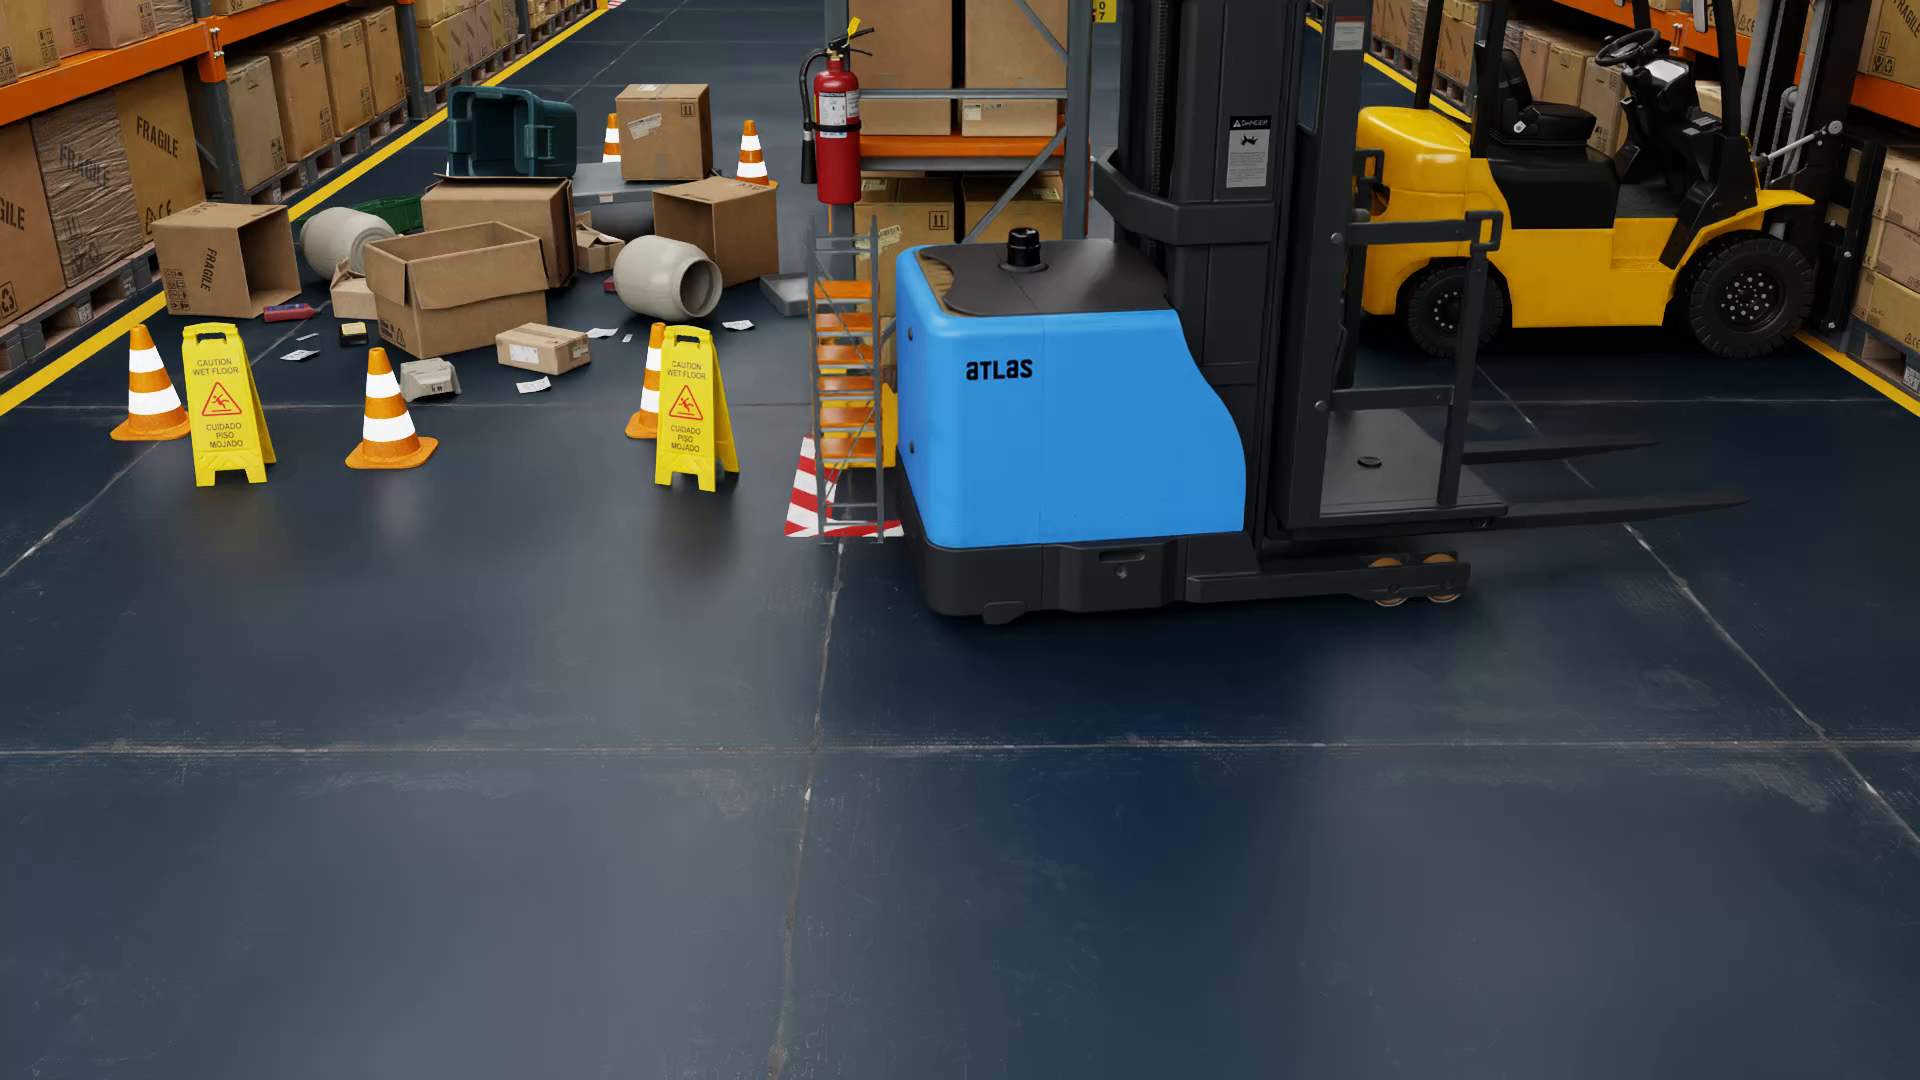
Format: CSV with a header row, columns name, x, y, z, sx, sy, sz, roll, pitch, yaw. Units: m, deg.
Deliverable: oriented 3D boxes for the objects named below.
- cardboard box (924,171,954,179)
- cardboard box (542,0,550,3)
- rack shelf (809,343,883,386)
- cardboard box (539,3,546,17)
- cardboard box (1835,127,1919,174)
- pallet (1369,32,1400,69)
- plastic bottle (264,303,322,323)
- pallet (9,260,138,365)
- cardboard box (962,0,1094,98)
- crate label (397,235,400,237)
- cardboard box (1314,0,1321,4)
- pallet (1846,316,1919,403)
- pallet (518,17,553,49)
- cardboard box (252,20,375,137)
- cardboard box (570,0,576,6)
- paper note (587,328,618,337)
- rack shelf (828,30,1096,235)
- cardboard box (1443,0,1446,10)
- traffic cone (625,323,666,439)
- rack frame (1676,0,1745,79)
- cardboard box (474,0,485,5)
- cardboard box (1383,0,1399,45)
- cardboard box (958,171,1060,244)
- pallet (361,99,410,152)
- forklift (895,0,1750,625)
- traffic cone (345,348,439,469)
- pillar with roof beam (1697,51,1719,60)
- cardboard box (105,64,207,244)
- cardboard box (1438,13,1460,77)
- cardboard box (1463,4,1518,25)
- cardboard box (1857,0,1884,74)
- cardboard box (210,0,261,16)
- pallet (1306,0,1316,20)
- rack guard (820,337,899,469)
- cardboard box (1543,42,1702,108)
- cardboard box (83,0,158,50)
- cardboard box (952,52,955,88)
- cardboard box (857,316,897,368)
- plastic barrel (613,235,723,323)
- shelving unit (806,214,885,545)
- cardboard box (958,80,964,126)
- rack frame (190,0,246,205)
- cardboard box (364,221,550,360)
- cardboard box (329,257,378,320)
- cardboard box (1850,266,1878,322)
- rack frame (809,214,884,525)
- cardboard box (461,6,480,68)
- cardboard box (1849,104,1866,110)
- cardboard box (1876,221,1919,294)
name,x,y,z,sx,sy,sz,roll,pitch,yaw
cardboard box,-0.284,-1.529,7.907,0.500,0.500,0.500,1,24,1
cardboard box,-4.880,-6.193,18.892,0.380,0.149,0.250,1,24,2
rack shelf,-0.410,-0.636,6.015,0.258,0.103,0.180,-1,24,-1
cardboard box,-4.878,-5.946,18.706,0.380,0.149,0.250,-1,24,-2
cardboard box,4.616,-1.938,8.509,0.500,0.250,0.500,-1,24,-2
pallet,4.873,-5.068,17.199,1.003,0.211,1.213,0,24,-1
plastic bottle,-3.555,-1.215,8.861,0.283,0.061,0.133,-9,26,-19
pallet,-5.052,-1.201,8.649,1.003,0.211,1.213,0,24,-1
cardboard box,0.266,-2.082,6.731,0.500,0.500,0.500,-1,24,-1
crate label,-3.389,-1.716,9.879,0.298,0.136,0.250,-19,31,-36
cardboard box,4.665,-6.769,20.100,0.700,0.500,0.500,1,24,2
pallet,4.907,-0.773,7.703,1.003,0.211,1.213,0,24,-1
pallet,-5.128,-5.592,18.357,1.003,0.211,1.213,0,24,-1
cardboard box,-5.112,-3.492,12.551,1.050,0.750,0.750,0,24,0
cardboard box,-4.813,-6.489,19.907,0.380,0.149,0.250,-1,24,-3
paper note,-1.866,-1.078,8.610,0.148,0.019,0.142,8,26,18
rack shelf,-0.028,-2.201,8.349,1.077,0.370,4.000,0,24,-1
cardboard box,4.658,-5.008,15.420,0.380,0.149,0.250,-1,24,-1
traffic cone,-1.300,-0.720,7.281,0.336,0.463,0.334,0,24,-1
rack frame,4.914,-3.377,10.076,1.000,3.000,0.127,0,24,-1
cardboard box,-4.812,-5.244,15.819,0.500,0.250,0.500,-1,24,-3
cardboard box,4.623,-5.306,16.865,0.500,0.500,0.500,-1,24,-1
cardboard box,0.251,-1.544,7.940,0.500,0.500,0.500,-1,24,-3
pallet,-5.108,-3.341,13.382,1.003,0.211,1.213,0,24,-1
forklift,1.318,-1.317,5.606,3.031,2.935,1.130,-4,25,-8
traffic cone,-2.407,-0.575,6.960,0.336,0.463,0.334,0,24,-1
pillar with roof beam,1.481,-7.206,11.263,9.100,9.000,0.400,0,24,-1
cardboard box,-5.061,-2.253,9.660,0.875,0.875,0.875,0,24,0
cardboard box,4.656,-4.457,14.988,0.500,0.500,0.500,-1,24,-1
cardboard box,4.612,-4.575,14.463,0.380,0.149,0.250,-1,24,-3
cardboard box,4.671,-2.608,8.254,0.500,0.500,0.500,0,24,0
cardboard box,-4.735,-3.552,10.343,0.500,0.500,0.500,0,24,0
pallet,4.794,-6.691,20.788,1.003,0.211,1.213,0,24,-1
rack guard,-0.007,-0.597,6.963,1.175,0.500,0.348,0,24,-1
cardboard box,4.886,-3.331,12.346,0.875,0.625,0.625,-1,24,-3
cardboard box,-4.953,-2.979,9.014,0.875,0.550,0.550,0,24,-1
cardboard box,-0.214,-2.165,7.702,0.380,0.149,0.250,0,24,0
cardboard box,-0.284,-0.985,7.615,0.500,0.250,0.500,0,24,-1
plastic barrel,-1.542,-1.375,8.777,0.512,0.421,0.421,19,30,35
shelving unit,-0.410,-0.567,6.047,0.258,1.200,0.189,-1,24,-1
cardboard box,0.180,-1.835,6.972,0.380,0.149,0.250,0,24,0
rack frame,-4.998,-3.289,9.882,1.000,3.000,0.127,0,24,-1
cardboard box,-2.556,-1.280,8.469,0.797,0.503,0.637,-19,31,-36
cardboard box,-3.138,-1.343,8.898,0.396,0.266,0.258,4,25,9
cardboard box,4.644,-1.270,8.246,0.500,0.250,0.500,0,24,0
rack frame,-0.413,-0.605,6.130,0.240,1.200,0.006,-1,24,-1
cardboard box,-4.814,-4.701,15.528,0.500,0.500,0.500,-1,24,-2
cardboard box,5.133,-2.360,9.442,0.500,0.250,0.500,-1,24,-1
cardboard box,4.645,-1.301,7.706,0.500,0.250,0.500,0,24,-1
